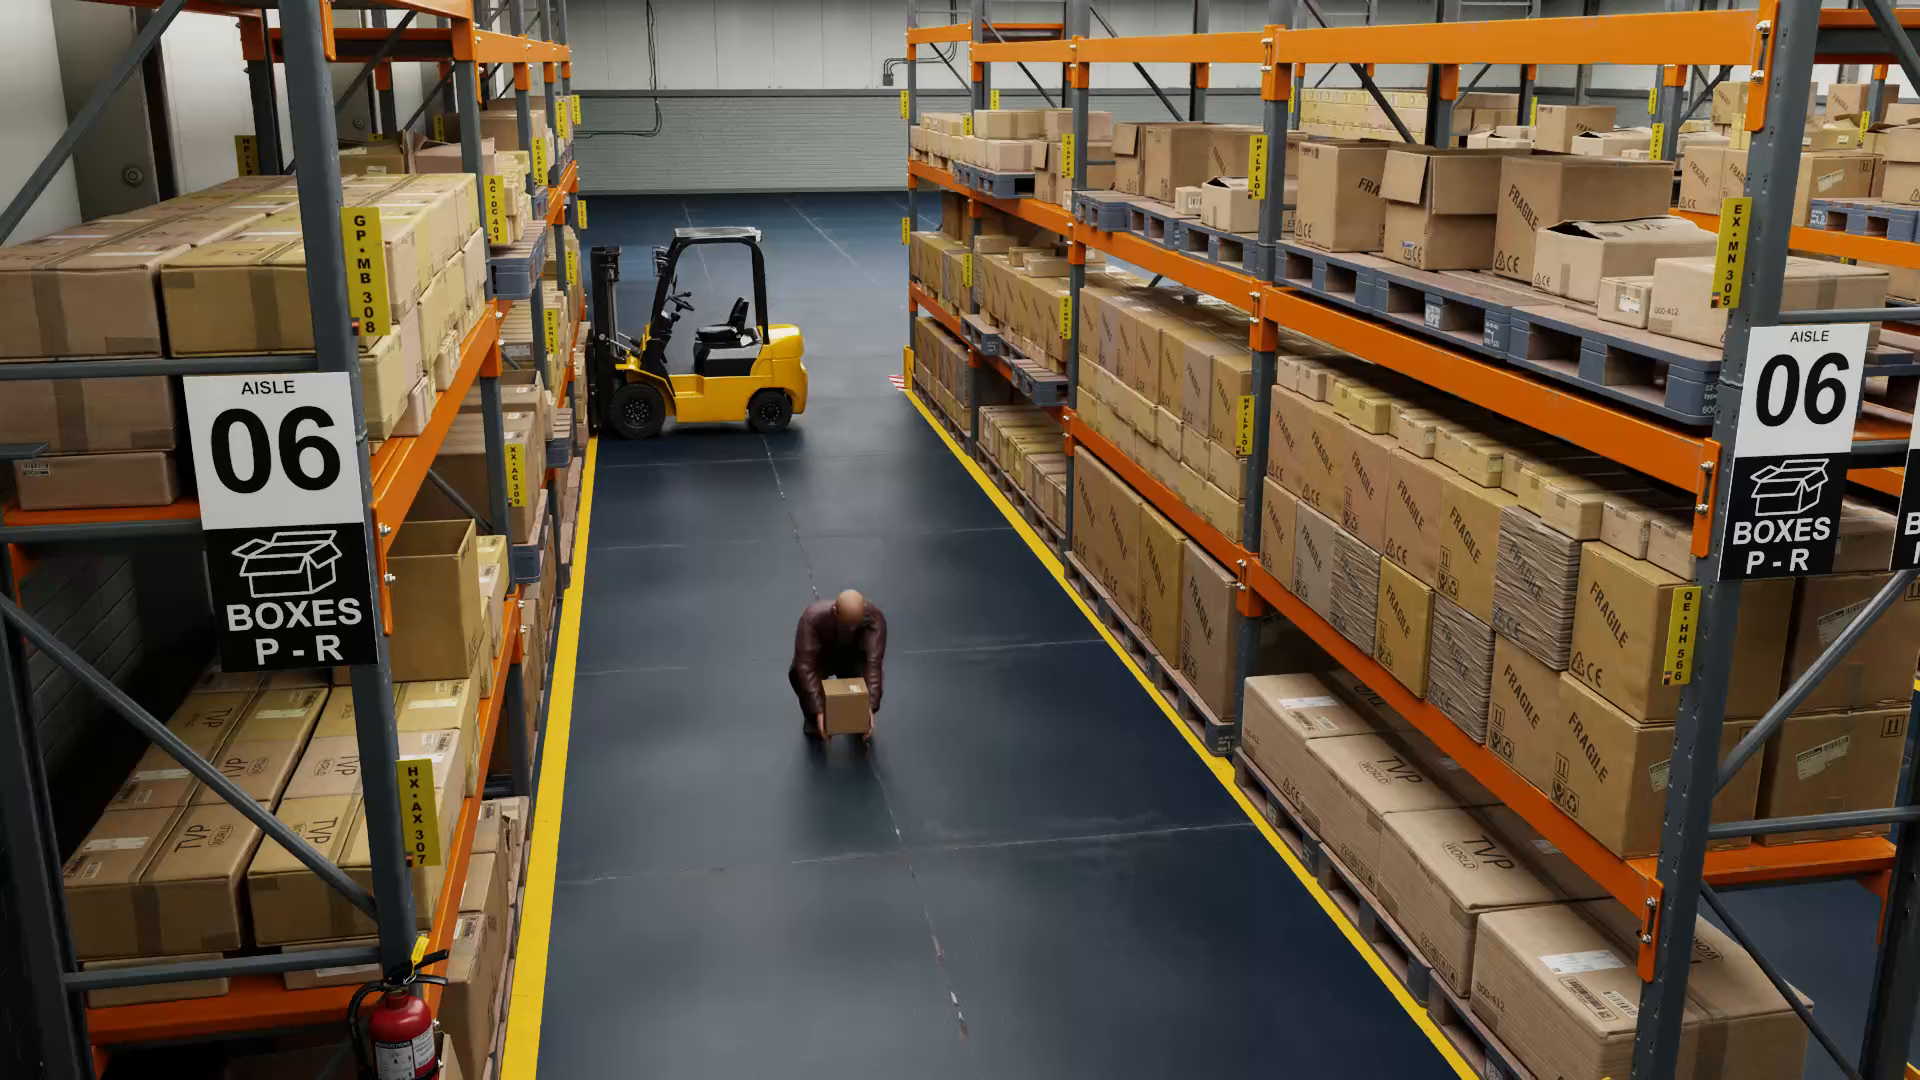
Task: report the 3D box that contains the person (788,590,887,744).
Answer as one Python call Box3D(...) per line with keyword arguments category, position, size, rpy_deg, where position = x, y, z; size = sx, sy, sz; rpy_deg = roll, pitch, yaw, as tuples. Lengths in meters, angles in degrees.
Box3D(category="person", position=(-0.736, 0.716, 10.014), size=(0.591, 0.989, 0.905), rpy_deg=(-3, 16, -11))
